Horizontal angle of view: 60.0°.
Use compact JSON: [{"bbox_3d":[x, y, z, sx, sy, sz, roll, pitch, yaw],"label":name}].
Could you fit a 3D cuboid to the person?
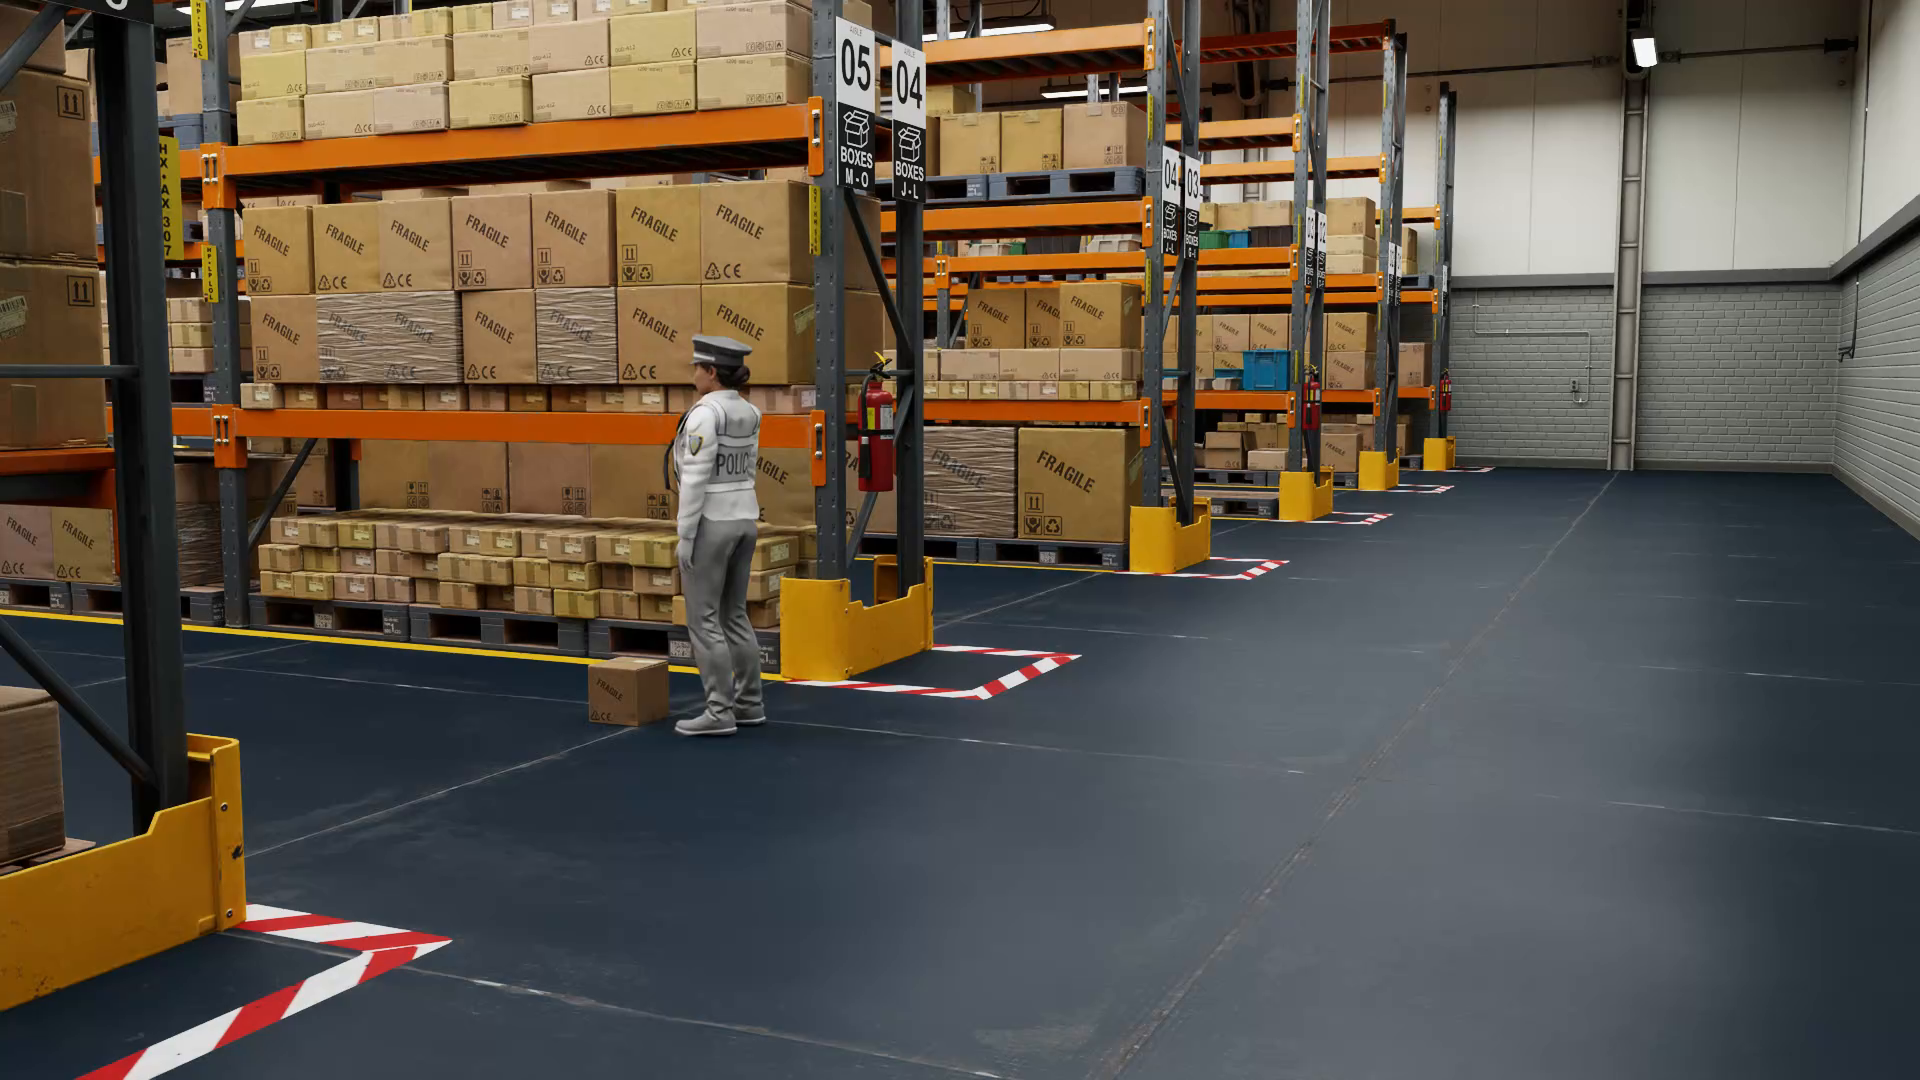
[{"bbox_3d":[-1.029,-0.025,6.984,0.336,1.676,0.467,3,6,25],"label":"person"}]
